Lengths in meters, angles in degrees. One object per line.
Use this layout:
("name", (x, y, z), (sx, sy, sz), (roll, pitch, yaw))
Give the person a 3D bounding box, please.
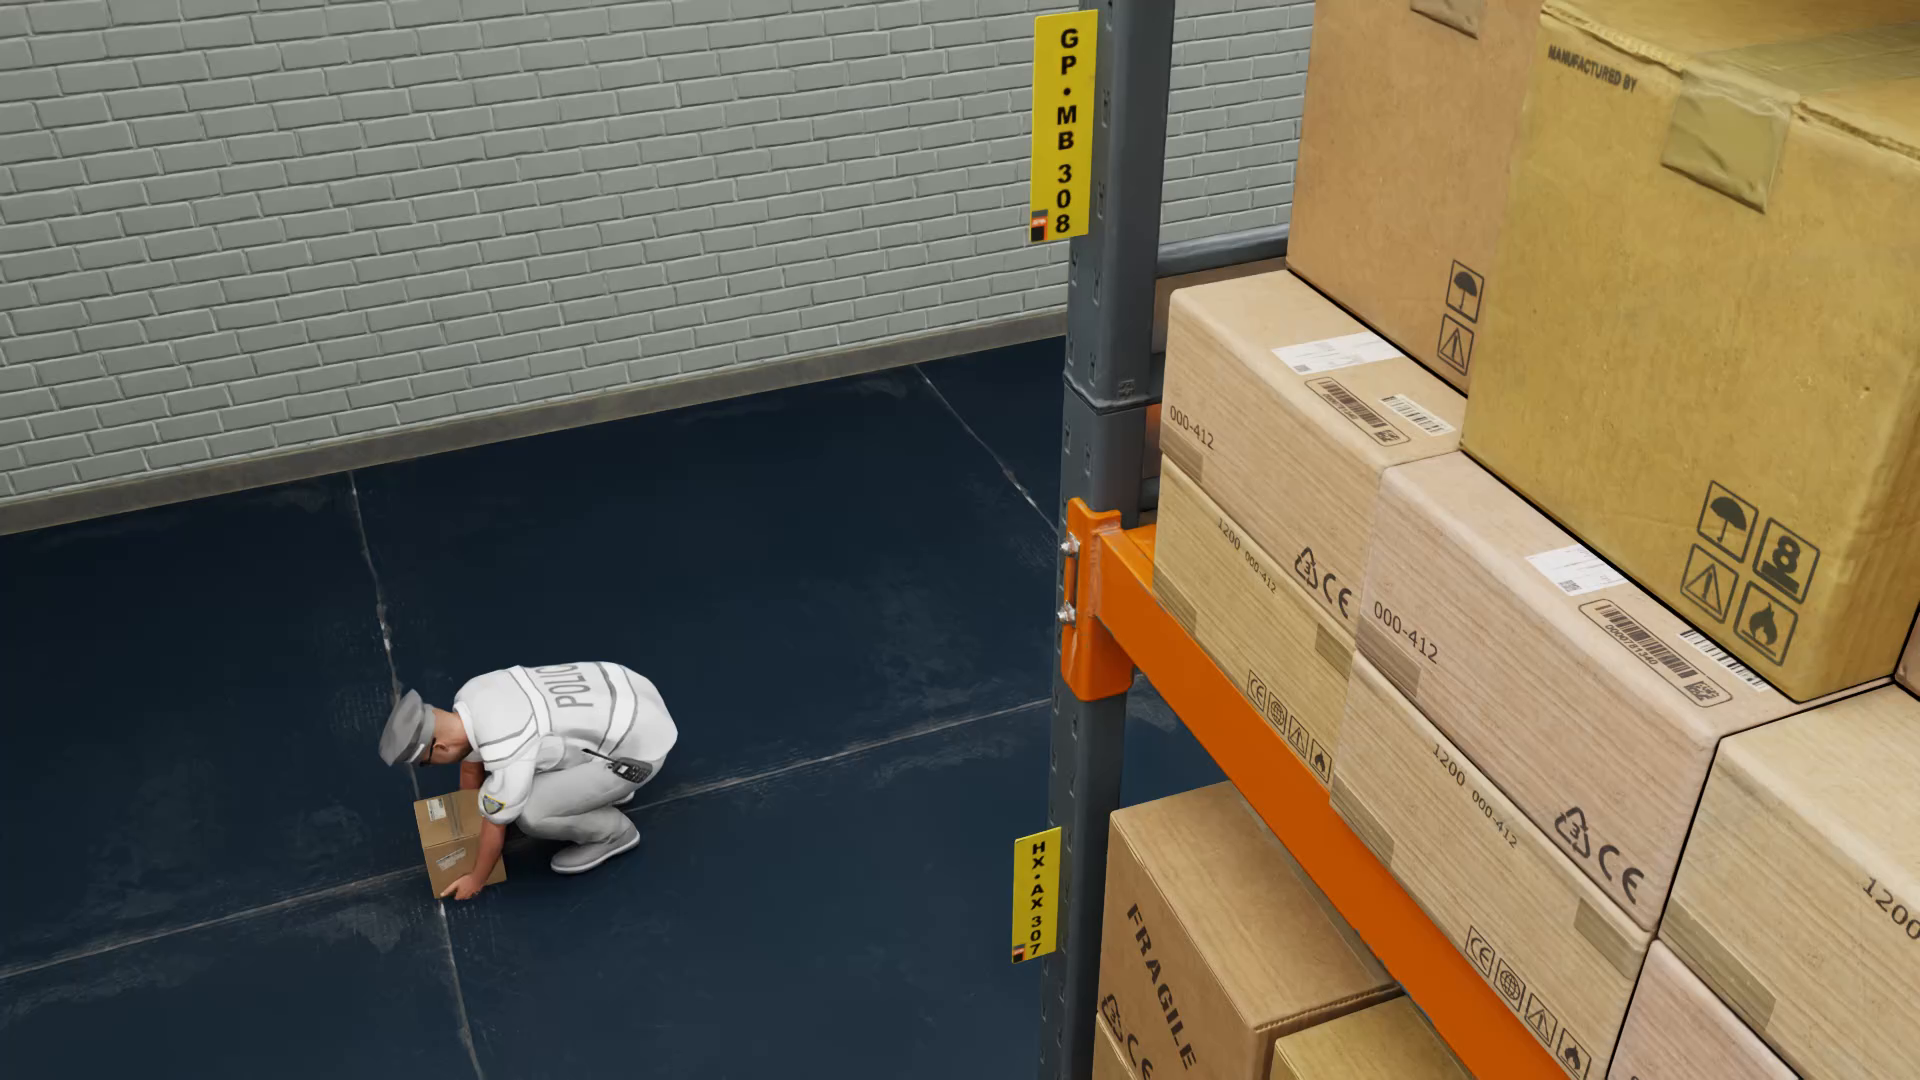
("person", (-1.486, 0.802, 5.839), (0.986, 0.906, 0.542), (-13, 36, -19))
